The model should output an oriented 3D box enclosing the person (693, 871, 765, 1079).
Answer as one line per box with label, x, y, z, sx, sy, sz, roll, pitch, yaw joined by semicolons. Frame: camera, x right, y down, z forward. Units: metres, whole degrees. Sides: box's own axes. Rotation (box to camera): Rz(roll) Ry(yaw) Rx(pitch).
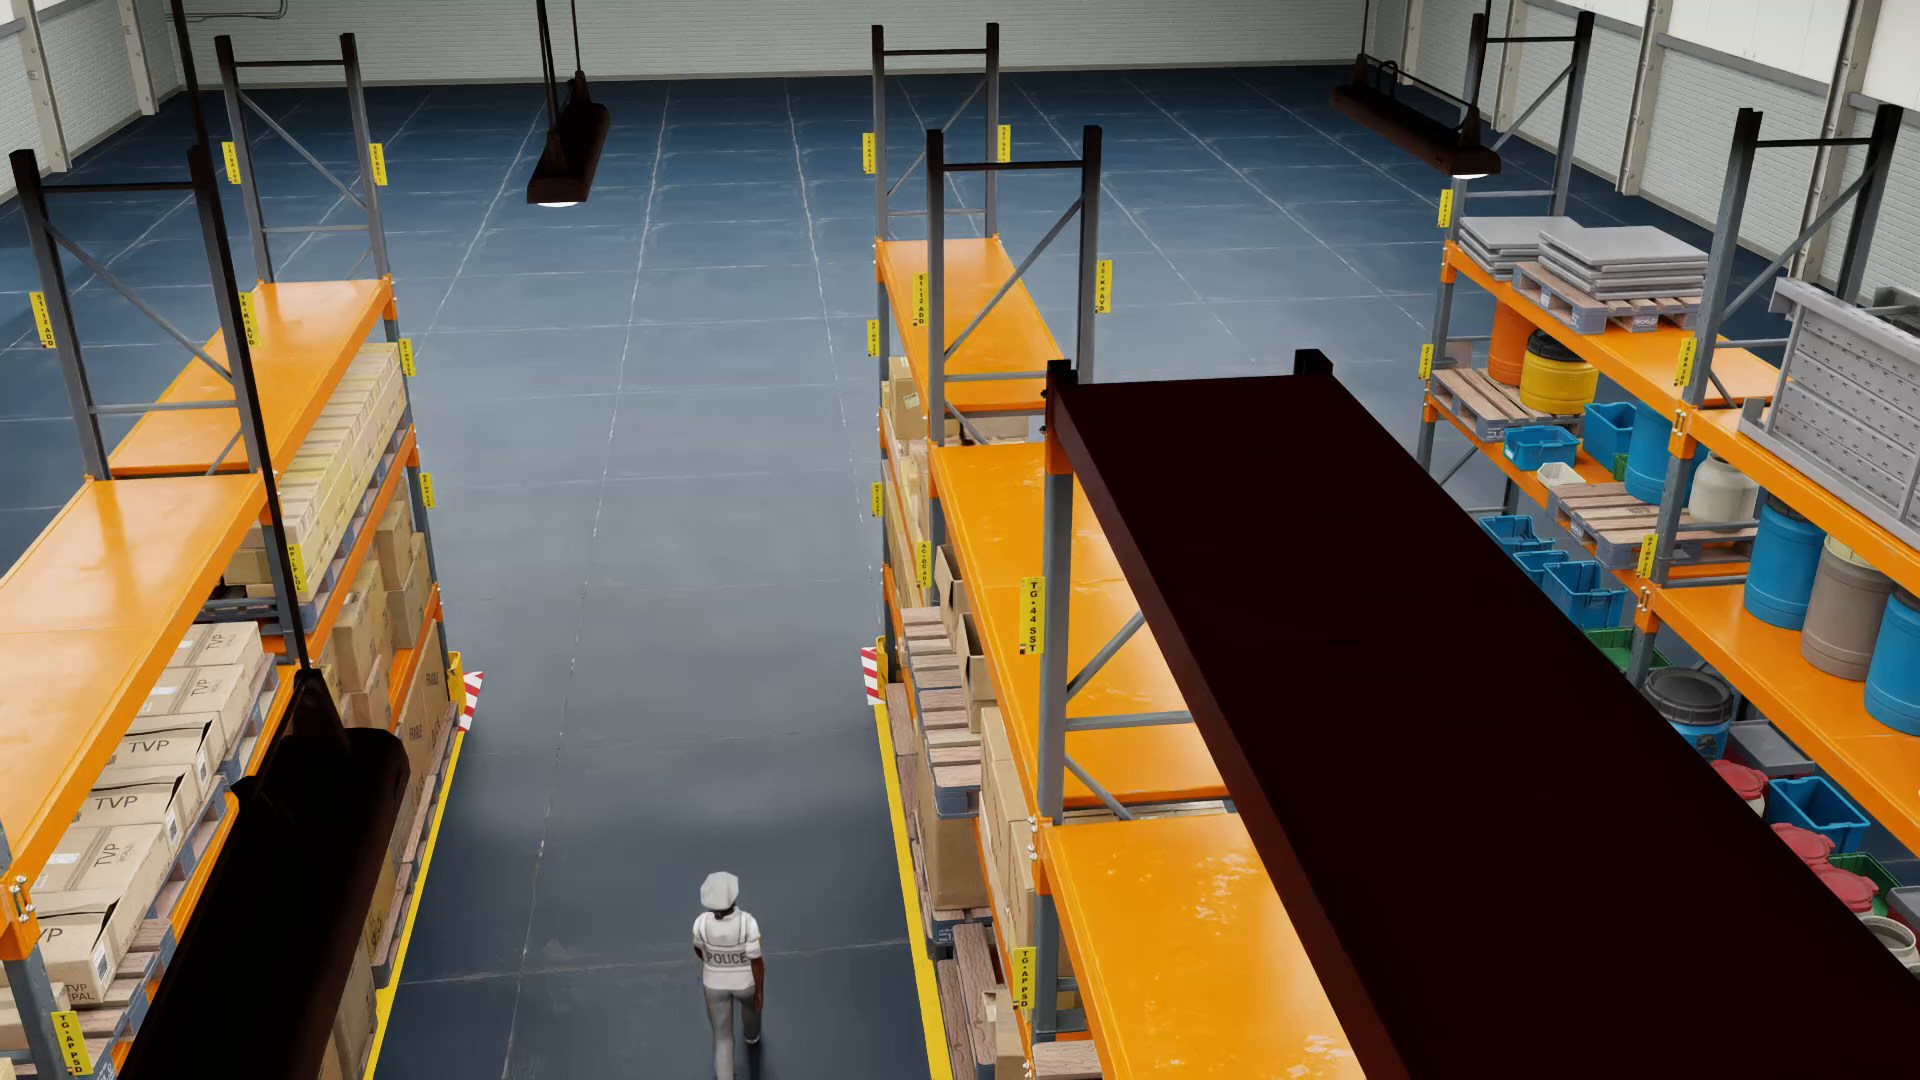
person;-1.477;2.783;10.713;0.447;1.625;1.028;-3;26;-5
